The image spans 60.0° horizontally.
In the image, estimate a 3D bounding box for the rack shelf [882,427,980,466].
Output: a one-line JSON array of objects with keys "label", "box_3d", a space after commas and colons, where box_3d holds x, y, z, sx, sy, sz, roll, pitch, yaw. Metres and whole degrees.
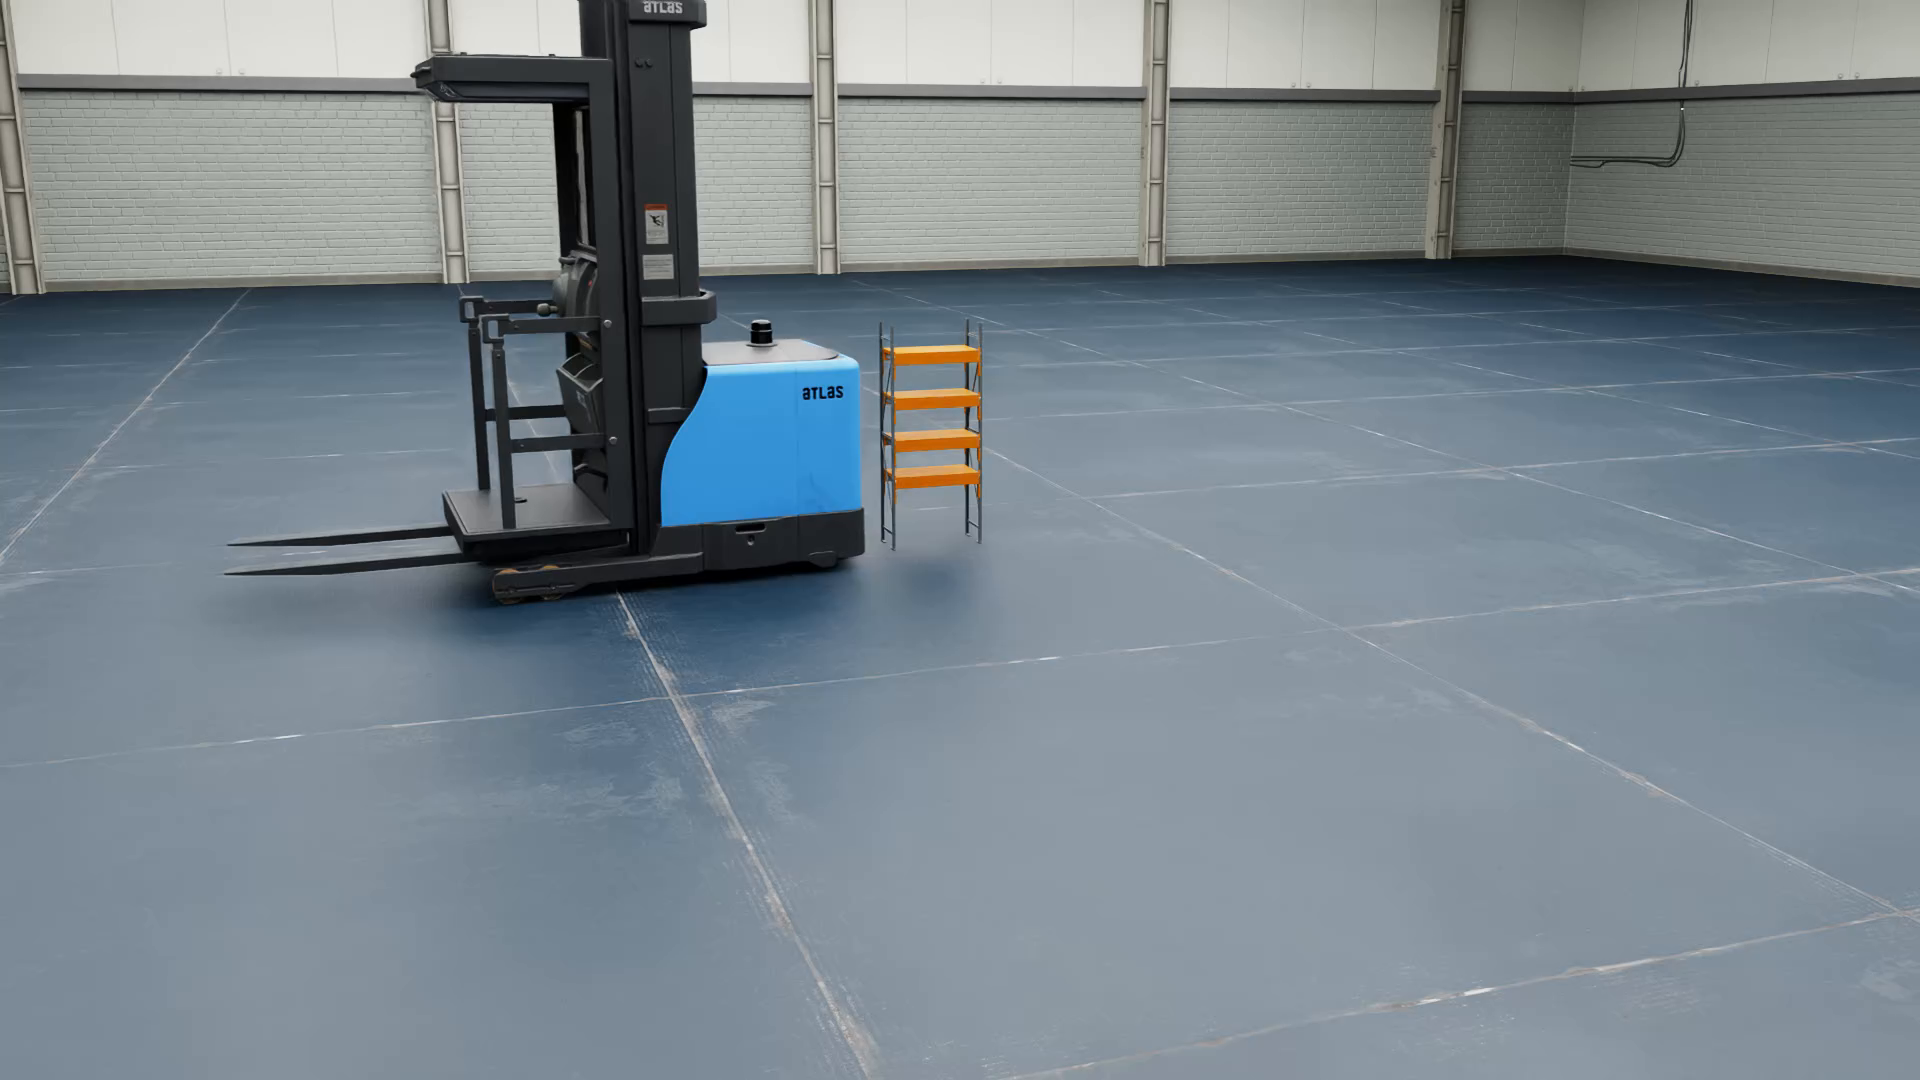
[{"label": "rack shelf", "box_3d": [-0.157, -0.506, 8.968, 0.480, 0.148, 0.258, -4, 14, -18]}]

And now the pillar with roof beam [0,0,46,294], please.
[{"label": "pillar with roof beam", "box_3d": [-12.245, -7.047, 19.322, 0.400, 9.000, 9.100, -4, 14, -18]}]

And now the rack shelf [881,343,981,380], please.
[{"label": "rack shelf", "box_3d": [-0.157, -0.954, 8.862, 0.480, 0.148, 0.258, -4, 14, -18]}]

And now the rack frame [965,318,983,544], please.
[{"label": "rack frame", "box_3d": [0.074, -0.590, 9.028, 0.015, 1.200, 0.240, -4, 14, -18]}]

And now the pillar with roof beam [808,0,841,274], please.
[{"label": "pillar with roof beam", "box_3d": [-0.871, -7.932, 23.045, 0.400, 9.000, 9.100, -4, 14, -18]}]

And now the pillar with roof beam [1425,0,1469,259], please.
[{"label": "pillar with roof beam", "box_3d": [10.502, -8.818, 26.768, 0.400, 9.000, 9.100, -4, 14, -18]}]

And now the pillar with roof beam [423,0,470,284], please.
[{"label": "pillar with roof beam", "box_3d": [-6.558, -7.490, 21.183, 0.400, 9.000, 9.100, -4, 14, -18]}]

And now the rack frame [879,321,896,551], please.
[{"label": "rack frame", "box_3d": [-0.388, -0.553, 8.877, 0.015, 1.200, 0.240, -4, 14, -18]}]

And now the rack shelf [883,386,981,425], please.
[{"label": "rack shelf", "box_3d": [-0.157, -0.724, 8.916, 0.480, 0.148, 0.258, -4, 14, -18]}]

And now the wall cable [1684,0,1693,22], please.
[{"label": "wall cable", "box_3d": [13.206, -10.043, 27.713, 0.112, 2.526, 3.097, -4, 14, -18]}]

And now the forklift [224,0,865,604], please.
[{"label": "forklift", "box_3d": [-2.060, -1.260, 8.105, 3.031, 2.935, 1.130, -5, 14, -21]}]

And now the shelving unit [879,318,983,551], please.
[{"label": "shelving unit", "box_3d": [-0.157, -0.572, 8.953, 0.503, 1.200, 0.258, -4, 14, -18]}]

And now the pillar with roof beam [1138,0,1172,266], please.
[{"label": "pillar with roof beam", "box_3d": [4.815, -8.375, 24.907, 0.400, 9.000, 9.100, -4, 14, -18]}]

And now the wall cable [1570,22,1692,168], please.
[{"label": "wall cable", "box_3d": [12.343, -8.179, 30.792, 0.112, 2.526, 3.097, -4, 14, -18]}]

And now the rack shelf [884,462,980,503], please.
[{"label": "rack shelf", "box_3d": [-0.157, -0.313, 9.014, 0.480, 0.148, 0.258, -4, 14, -18]}]
